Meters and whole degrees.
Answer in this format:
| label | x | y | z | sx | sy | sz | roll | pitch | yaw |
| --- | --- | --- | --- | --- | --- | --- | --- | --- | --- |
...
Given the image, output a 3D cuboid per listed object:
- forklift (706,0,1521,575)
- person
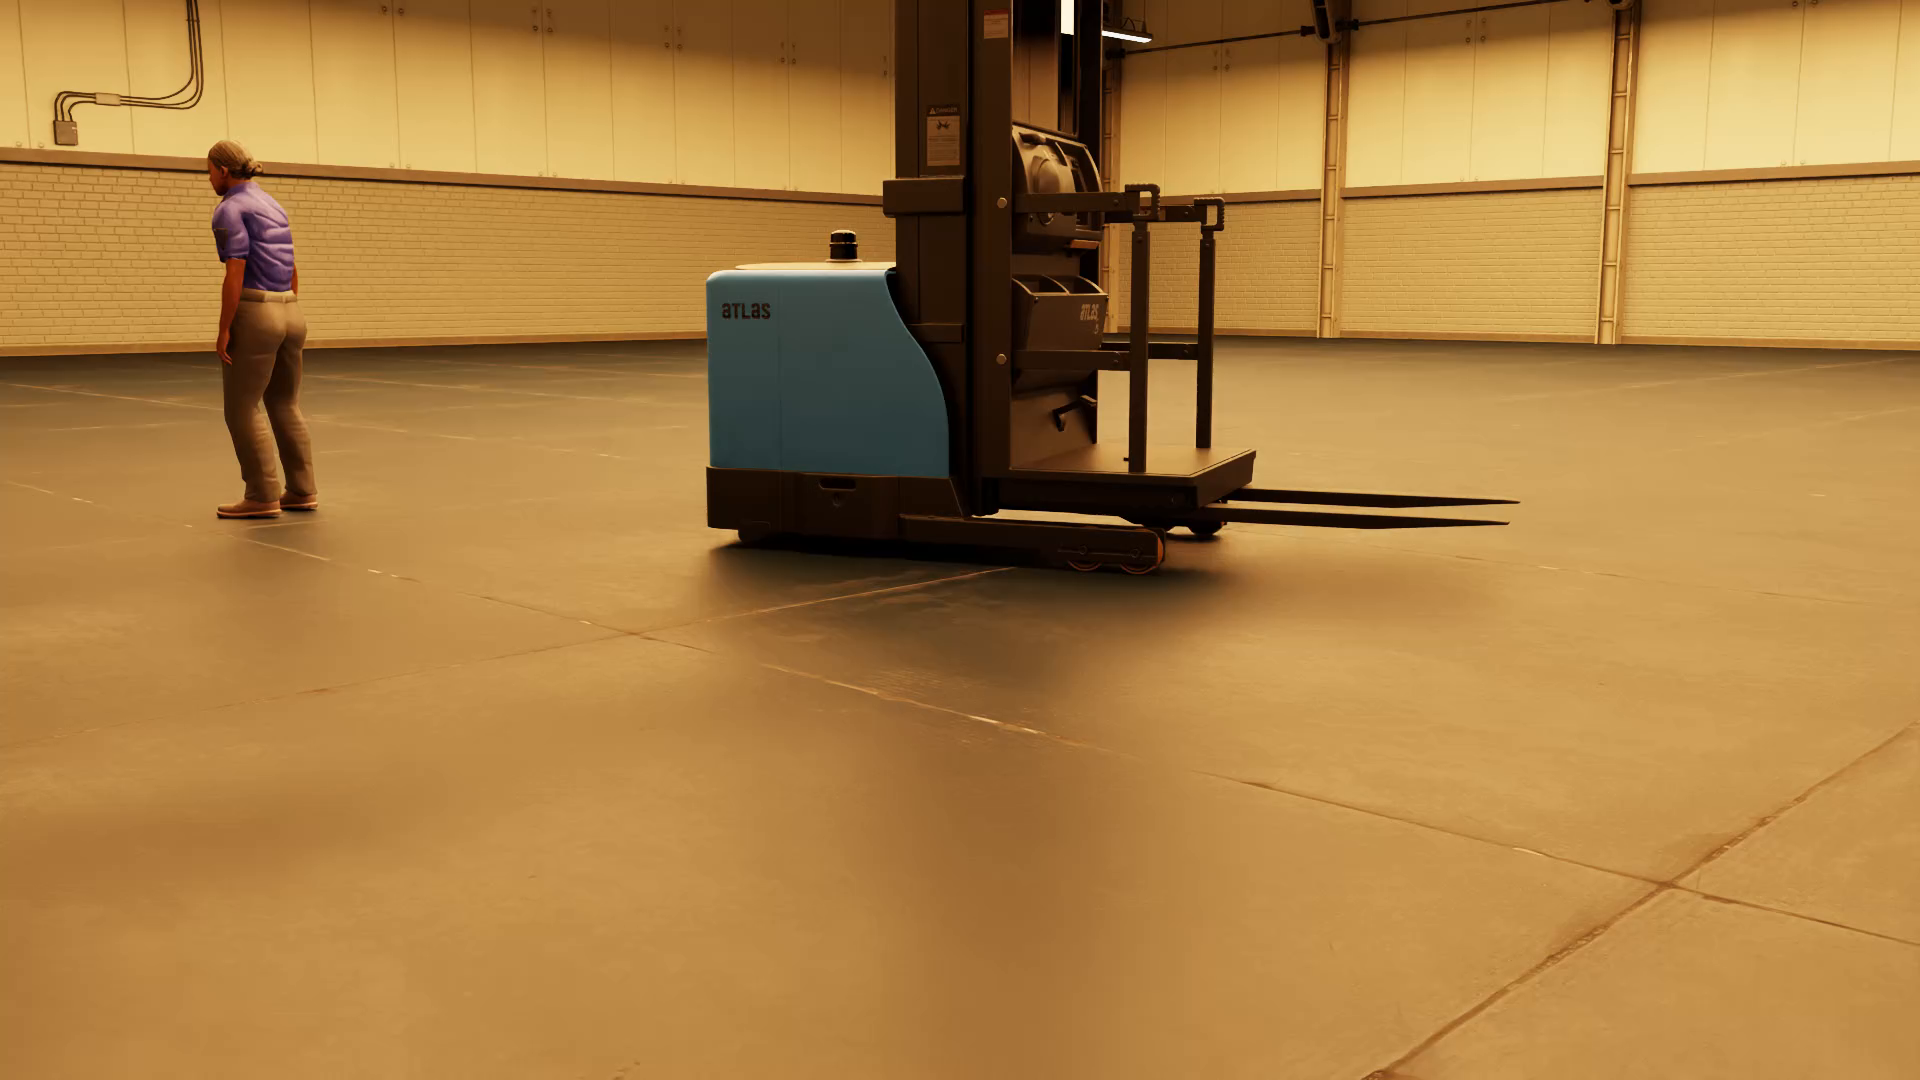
| label | x | y | z | sx | sy | sz | roll | pitch | yaw |
| --- | --- | --- | --- | --- | --- | --- | --- | --- | --- |
| forklift | 0.565 | -1.416 | 6.275 | 3.031 | 2.935 | 1.130 | 3 | 9 | 22 |
| person | -3.109 | -0.937 | 7.388 | 0.347 | 1.655 | 0.505 | 3 | 9 | 16 |
